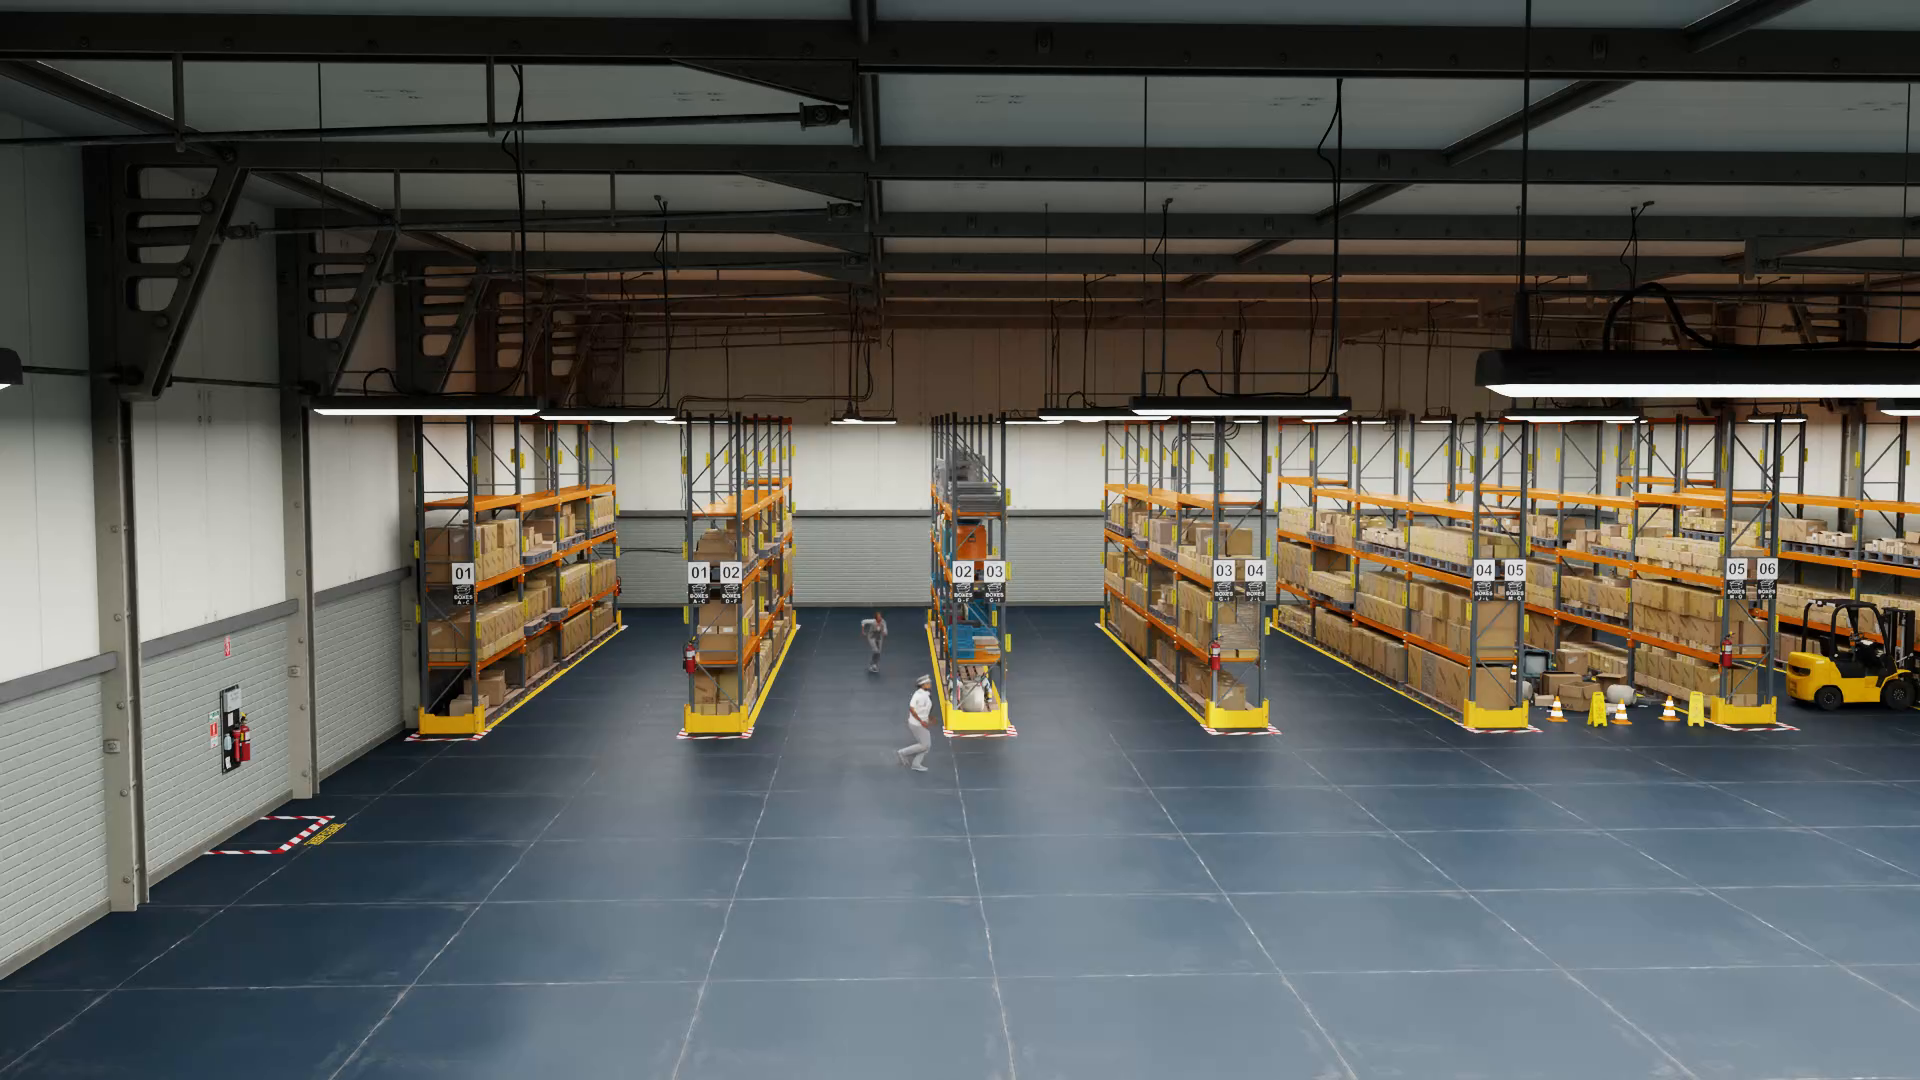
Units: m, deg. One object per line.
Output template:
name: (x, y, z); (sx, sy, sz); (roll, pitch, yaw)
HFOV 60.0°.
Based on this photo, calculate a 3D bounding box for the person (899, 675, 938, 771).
person: (-0.710, 3.034, 27.668); (0.603, 1.623, 0.572); (1, 4, 17)

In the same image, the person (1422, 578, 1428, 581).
person: (12.599, 1.863, 44.712); (0.573, 1.655, 0.850); (-4, 5, -44)

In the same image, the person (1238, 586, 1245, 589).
person: (7.929, 1.664, 47.182); (0.701, 1.729, 0.851); (1, 4, 9)

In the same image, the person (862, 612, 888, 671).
person: (-1.989, 2.359, 38.629); (0.578, 1.441, 0.861); (-1, 4, -18)
